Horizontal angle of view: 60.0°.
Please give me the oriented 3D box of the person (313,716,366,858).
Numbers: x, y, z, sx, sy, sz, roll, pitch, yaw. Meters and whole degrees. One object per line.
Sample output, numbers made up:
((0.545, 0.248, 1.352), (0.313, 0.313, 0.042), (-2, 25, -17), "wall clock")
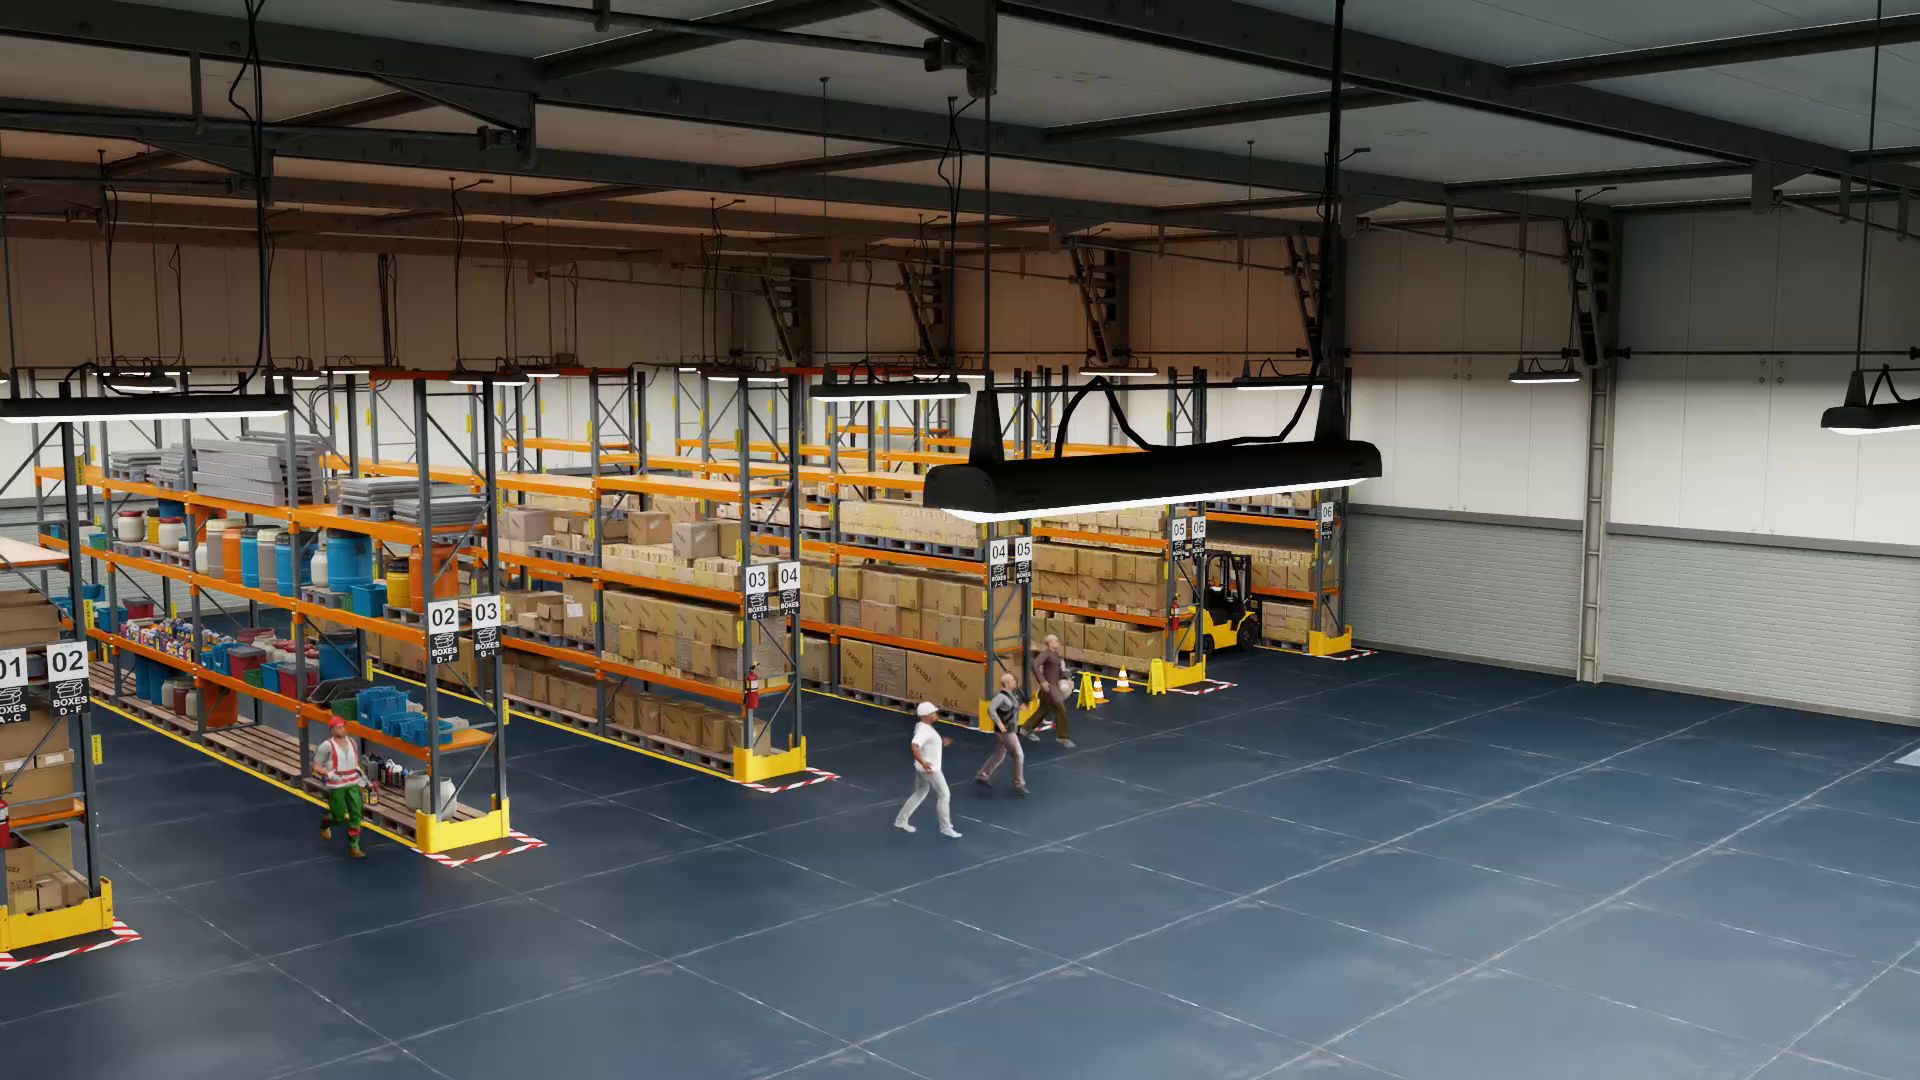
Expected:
((-7.782, 3.091, 20.947), (0.889, 1.754, 0.658), (5, 8, 40), "person")

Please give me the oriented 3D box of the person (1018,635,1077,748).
((1.419, 2.430, 26.821), (0.961, 1.827, 0.707), (1, 6, 5), "person")

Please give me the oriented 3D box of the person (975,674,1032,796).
((0.629, 2.791, 23.885), (0.820, 1.778, 0.623), (0, 6, 0), "person")

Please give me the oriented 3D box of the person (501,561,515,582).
((-11.126, 0.880, 40.771), (0.602, 1.701, 0.707), (-1, 7, -8), "person")

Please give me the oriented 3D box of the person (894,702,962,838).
((-0.419, 2.997, 21.648), (0.876, 1.802, 0.686), (-2, 7, -15), "person")
